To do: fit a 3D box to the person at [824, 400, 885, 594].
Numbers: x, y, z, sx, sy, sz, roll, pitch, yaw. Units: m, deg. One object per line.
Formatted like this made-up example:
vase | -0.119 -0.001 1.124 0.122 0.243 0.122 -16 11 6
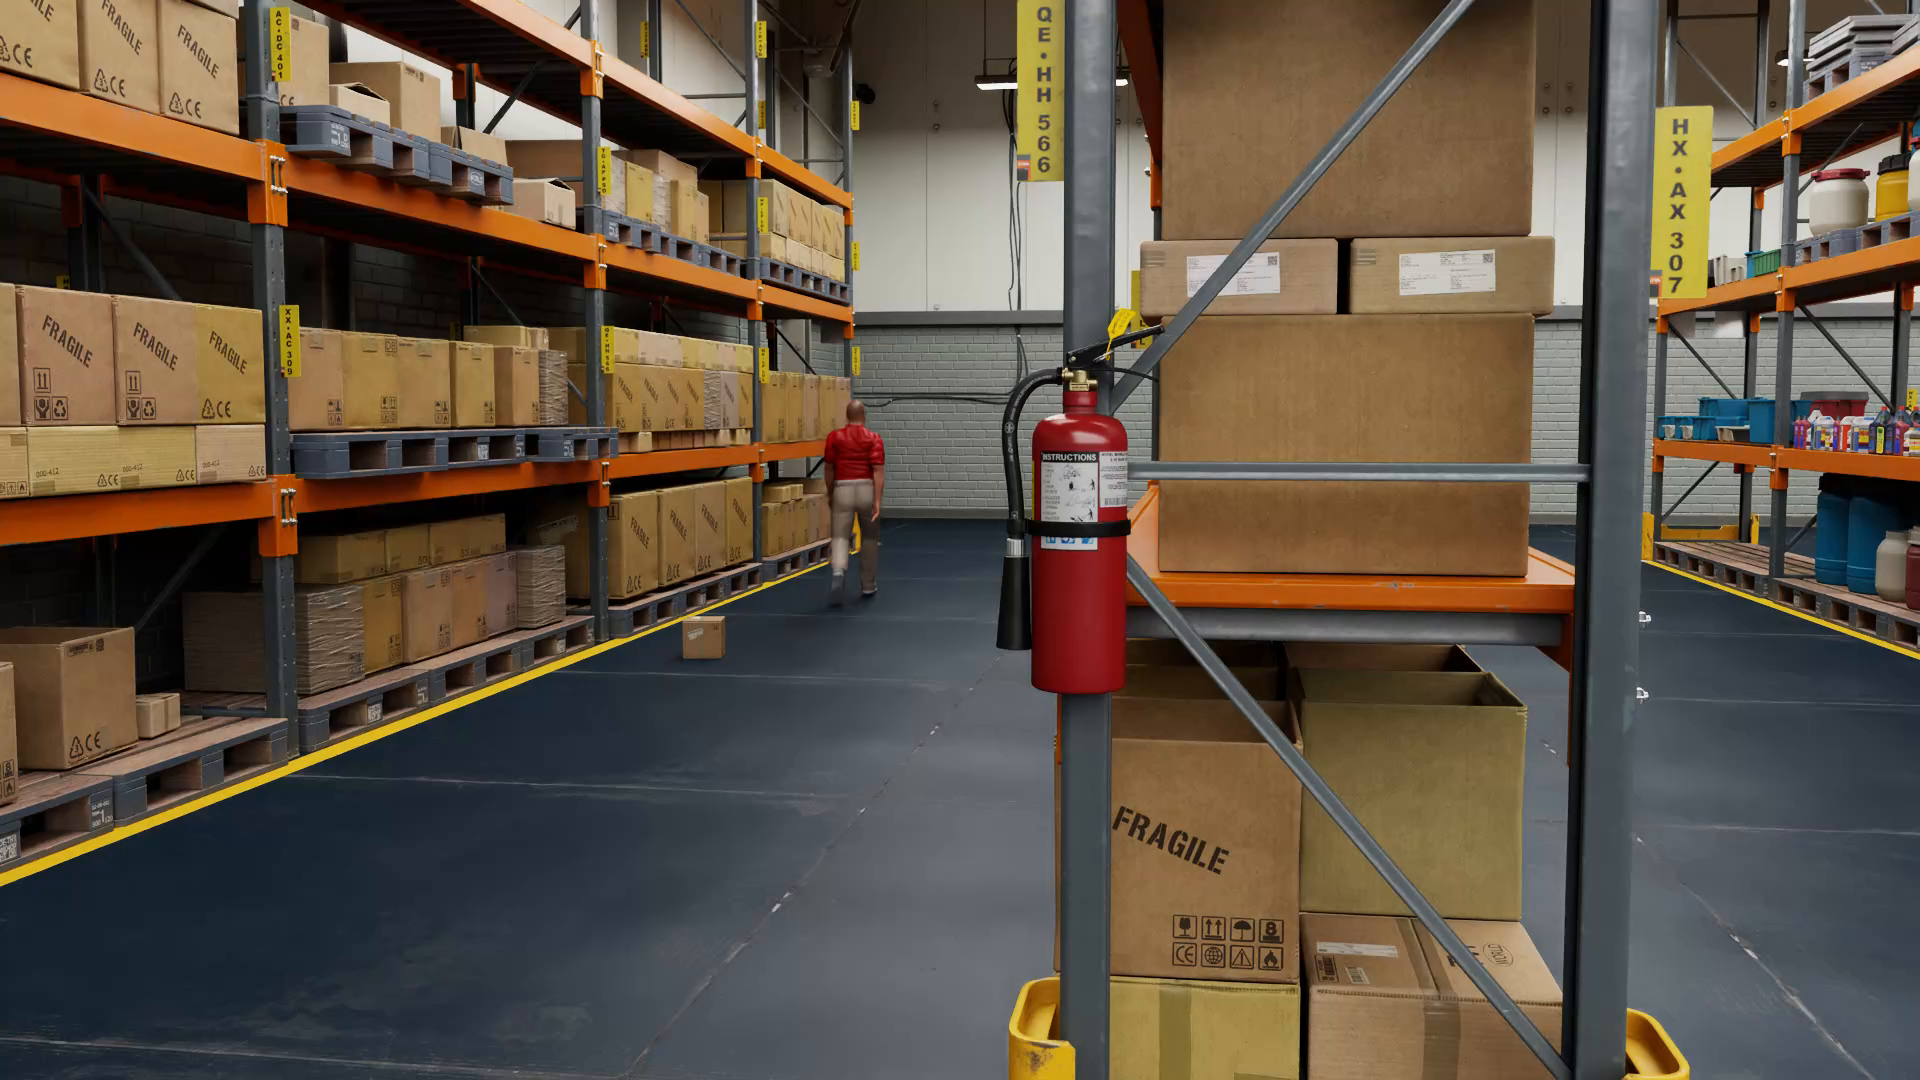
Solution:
person | -0.903 -0.355 14.241 0.527 1.682 0.963 0 4 1
